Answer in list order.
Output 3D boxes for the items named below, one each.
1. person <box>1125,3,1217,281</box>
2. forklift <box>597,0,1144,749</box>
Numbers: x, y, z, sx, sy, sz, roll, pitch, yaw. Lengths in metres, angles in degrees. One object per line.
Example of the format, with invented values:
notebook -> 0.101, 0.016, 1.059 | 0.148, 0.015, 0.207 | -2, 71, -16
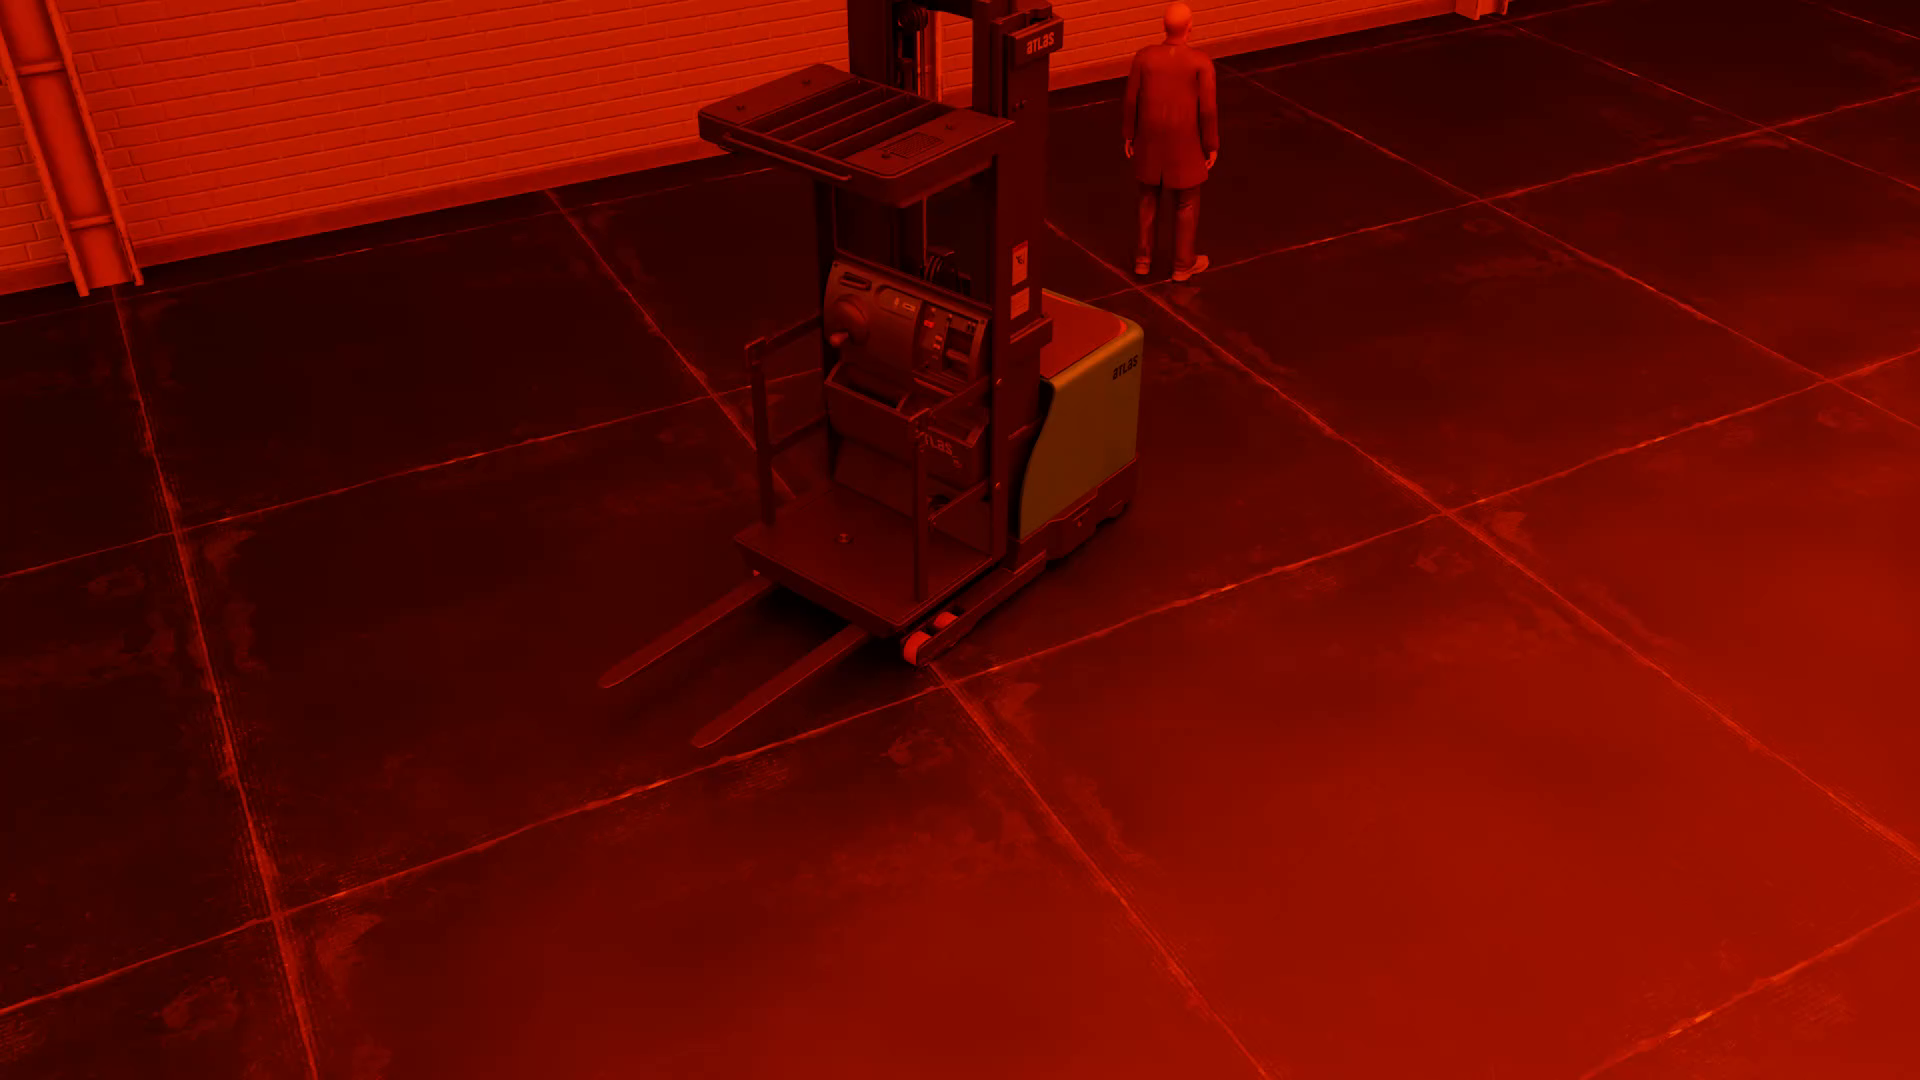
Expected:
person -> 1.366, -2.570, 10.761 | 0.608, 1.774, 0.379 | 14, 38, 19
forklift -> -0.389, -0.901, 7.453 | 1.129, 2.867, 3.031 | 26, 43, 31
